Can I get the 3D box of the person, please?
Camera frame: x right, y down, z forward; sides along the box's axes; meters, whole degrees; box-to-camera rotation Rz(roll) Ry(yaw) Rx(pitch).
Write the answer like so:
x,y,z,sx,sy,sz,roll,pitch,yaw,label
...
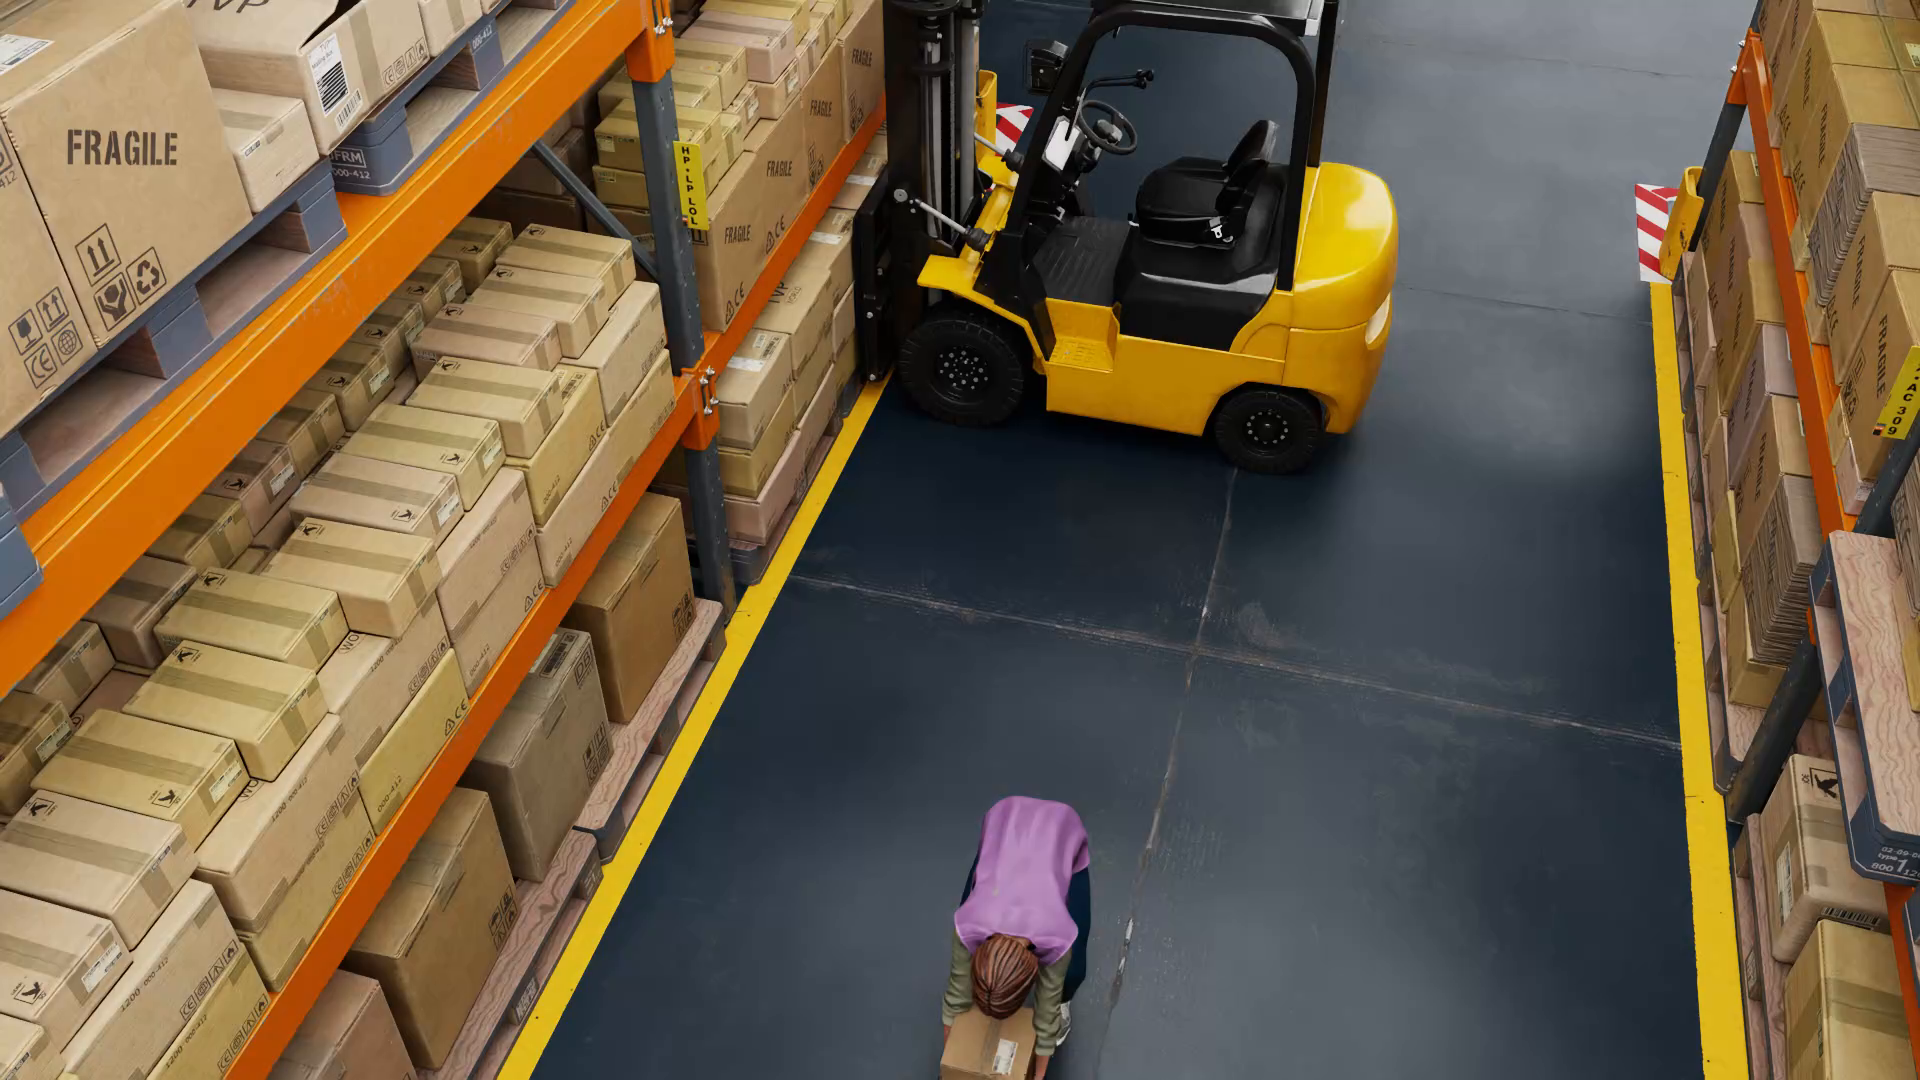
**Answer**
x,y,z,sx,sy,sz,roll,pitch,yaw,label
0.179,1.307,5.157,0.420,0.984,0.861,8,42,9,person
